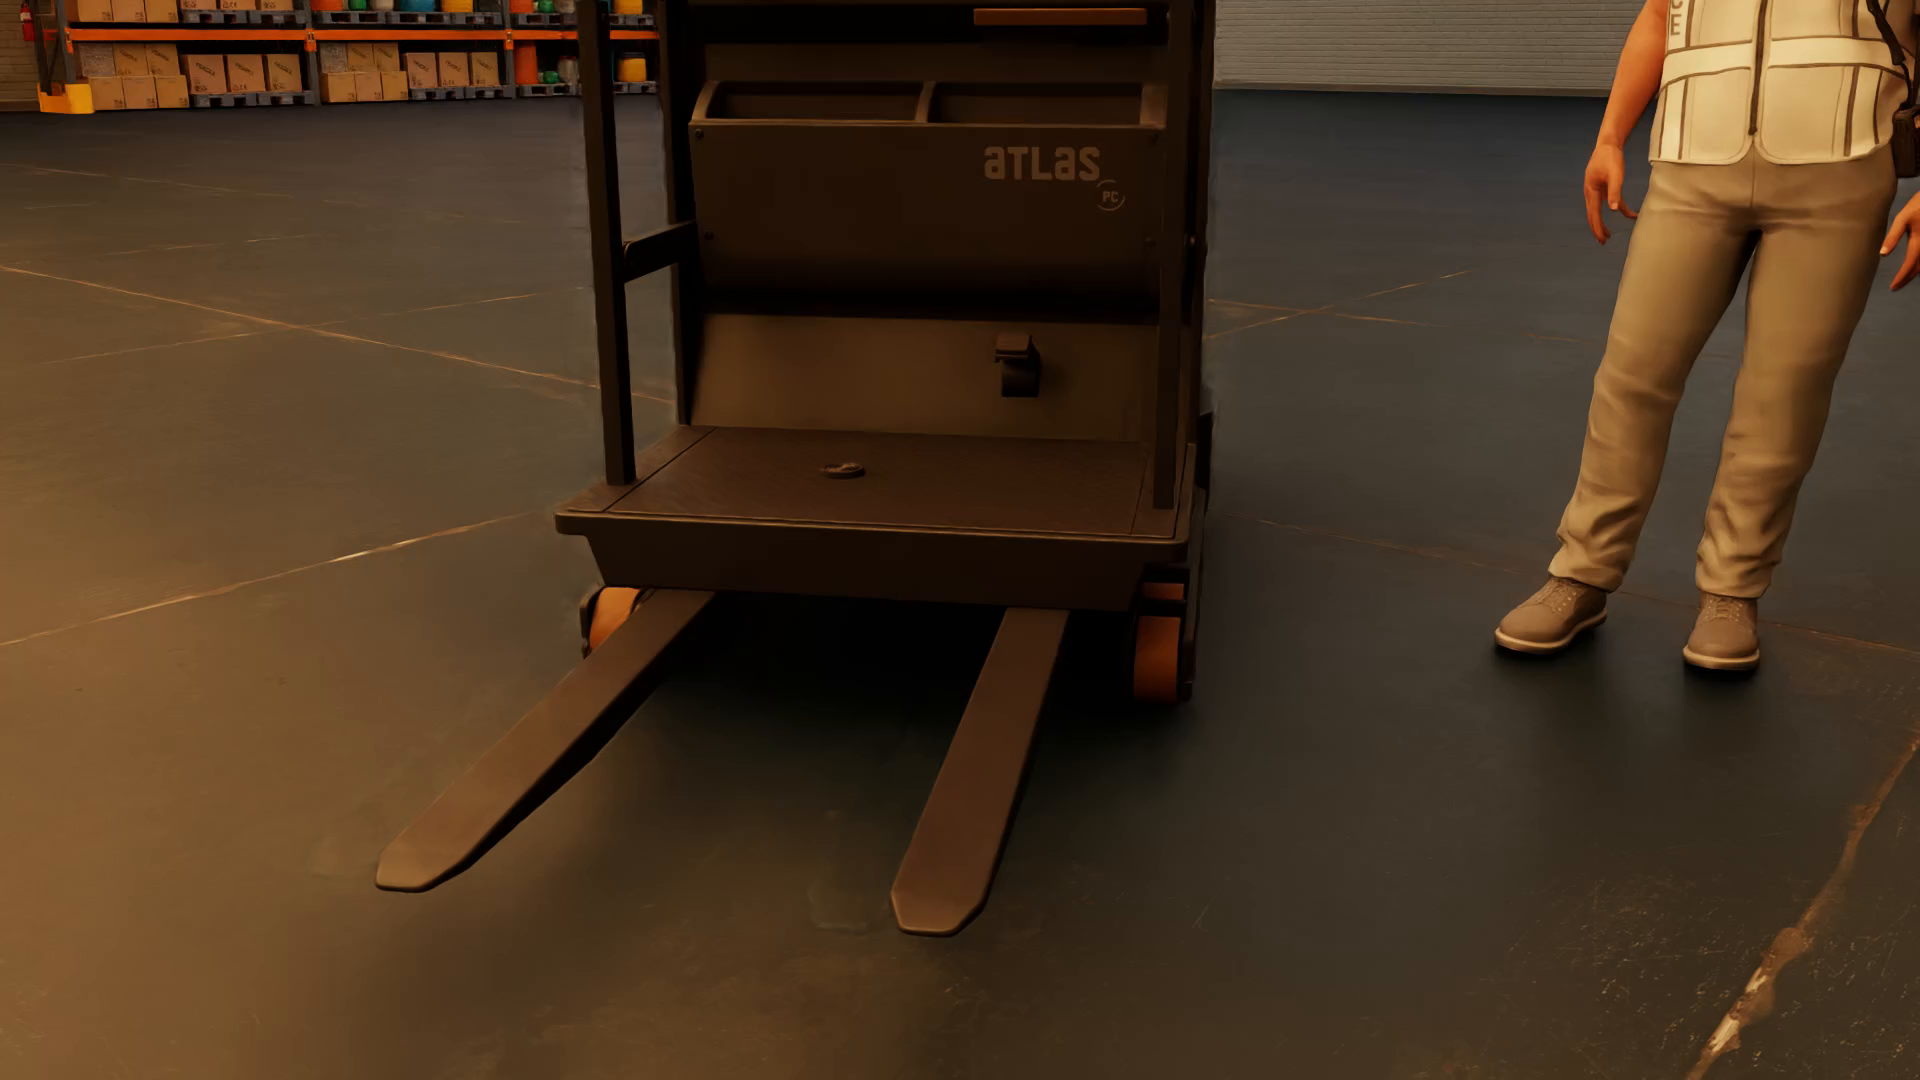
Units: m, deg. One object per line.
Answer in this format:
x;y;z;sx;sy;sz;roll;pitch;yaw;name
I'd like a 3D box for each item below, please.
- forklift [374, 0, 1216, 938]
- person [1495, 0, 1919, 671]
-0.092;-1.216;2.904;1.130;2.935;3.031;3;17;9;forklift
1.434;-0.651;2.994;0.640;1.781;0.575;12;21;34;person
